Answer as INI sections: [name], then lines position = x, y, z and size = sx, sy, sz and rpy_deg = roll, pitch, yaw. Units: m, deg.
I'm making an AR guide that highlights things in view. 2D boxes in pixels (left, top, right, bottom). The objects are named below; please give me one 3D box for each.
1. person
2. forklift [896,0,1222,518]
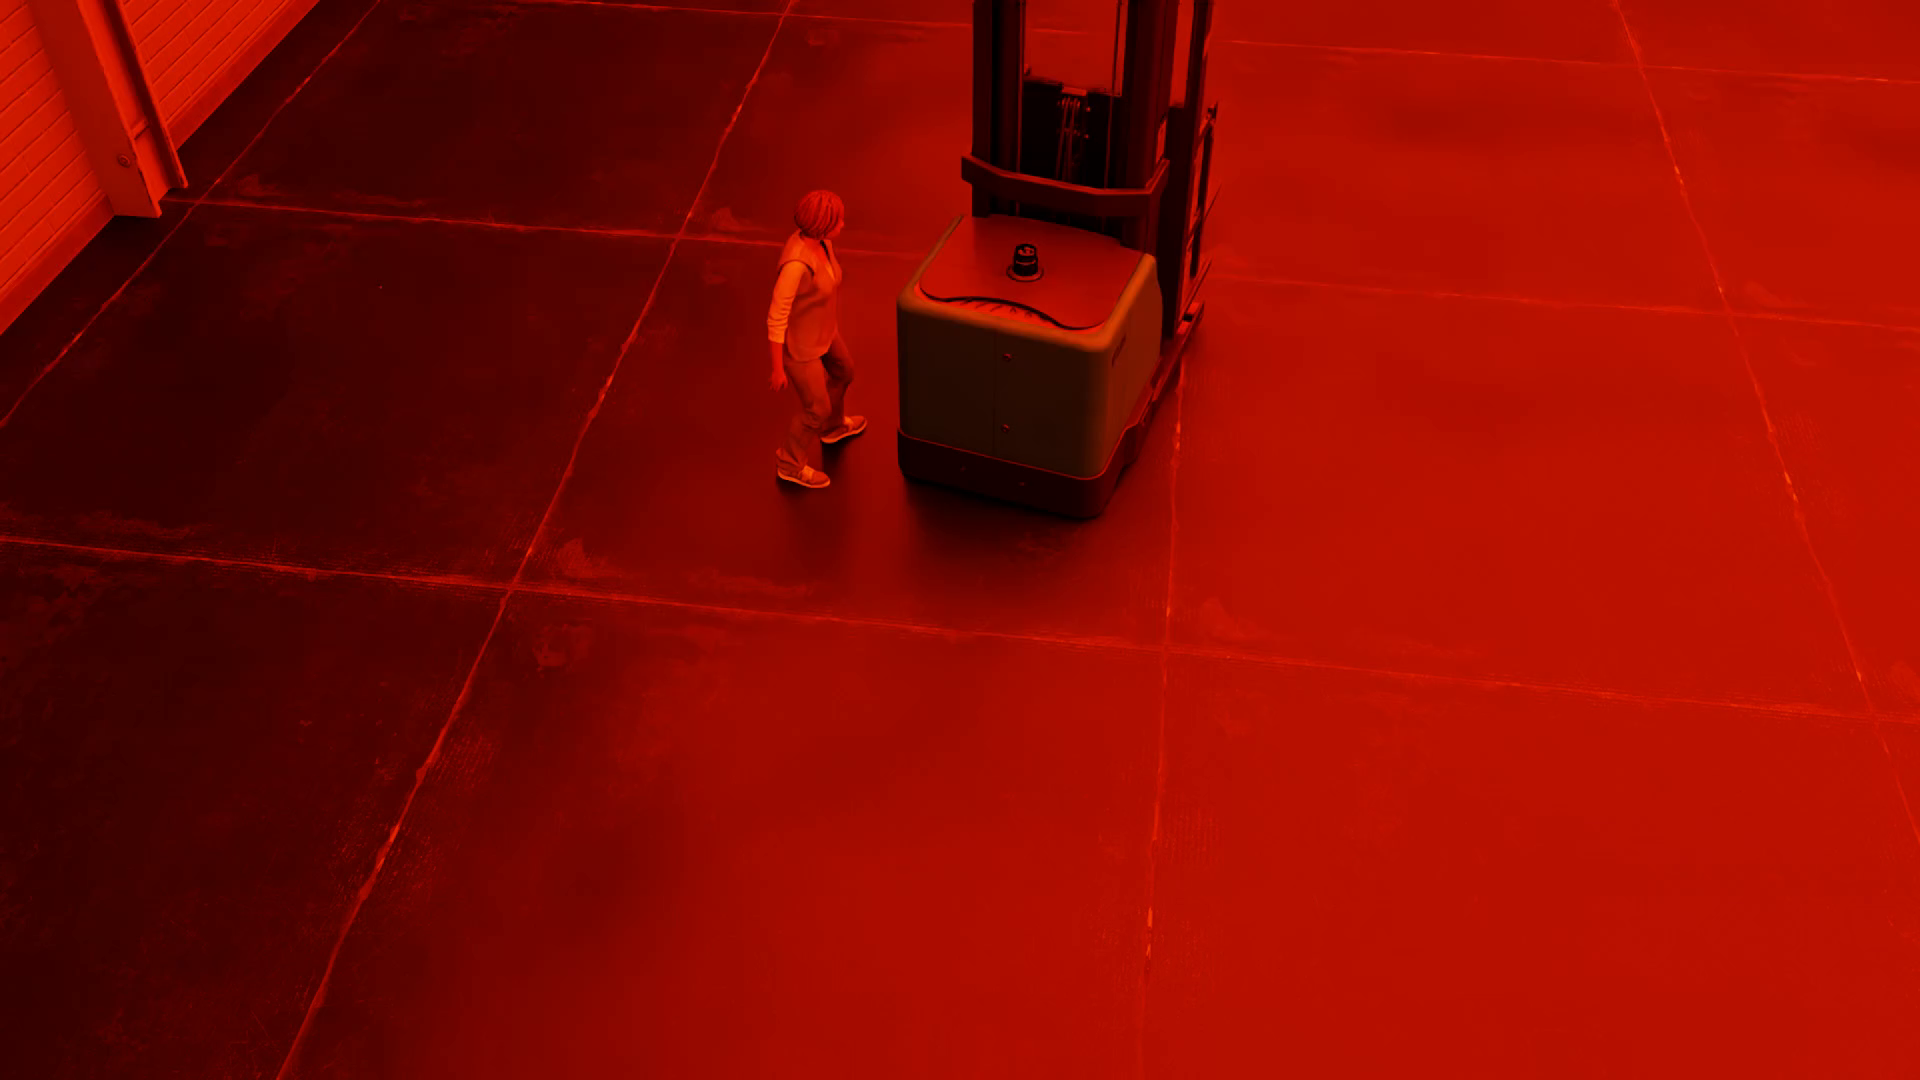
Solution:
[person]
position = -0.698, -0.945, 7.777
size = 0.388, 1.565, 0.732
rpy_deg = 8, 43, 9
[forklift]
position = 0.697, -2.193, 8.111
size = 1.130, 2.935, 3.031
rpy_deg = 15, 45, 15
